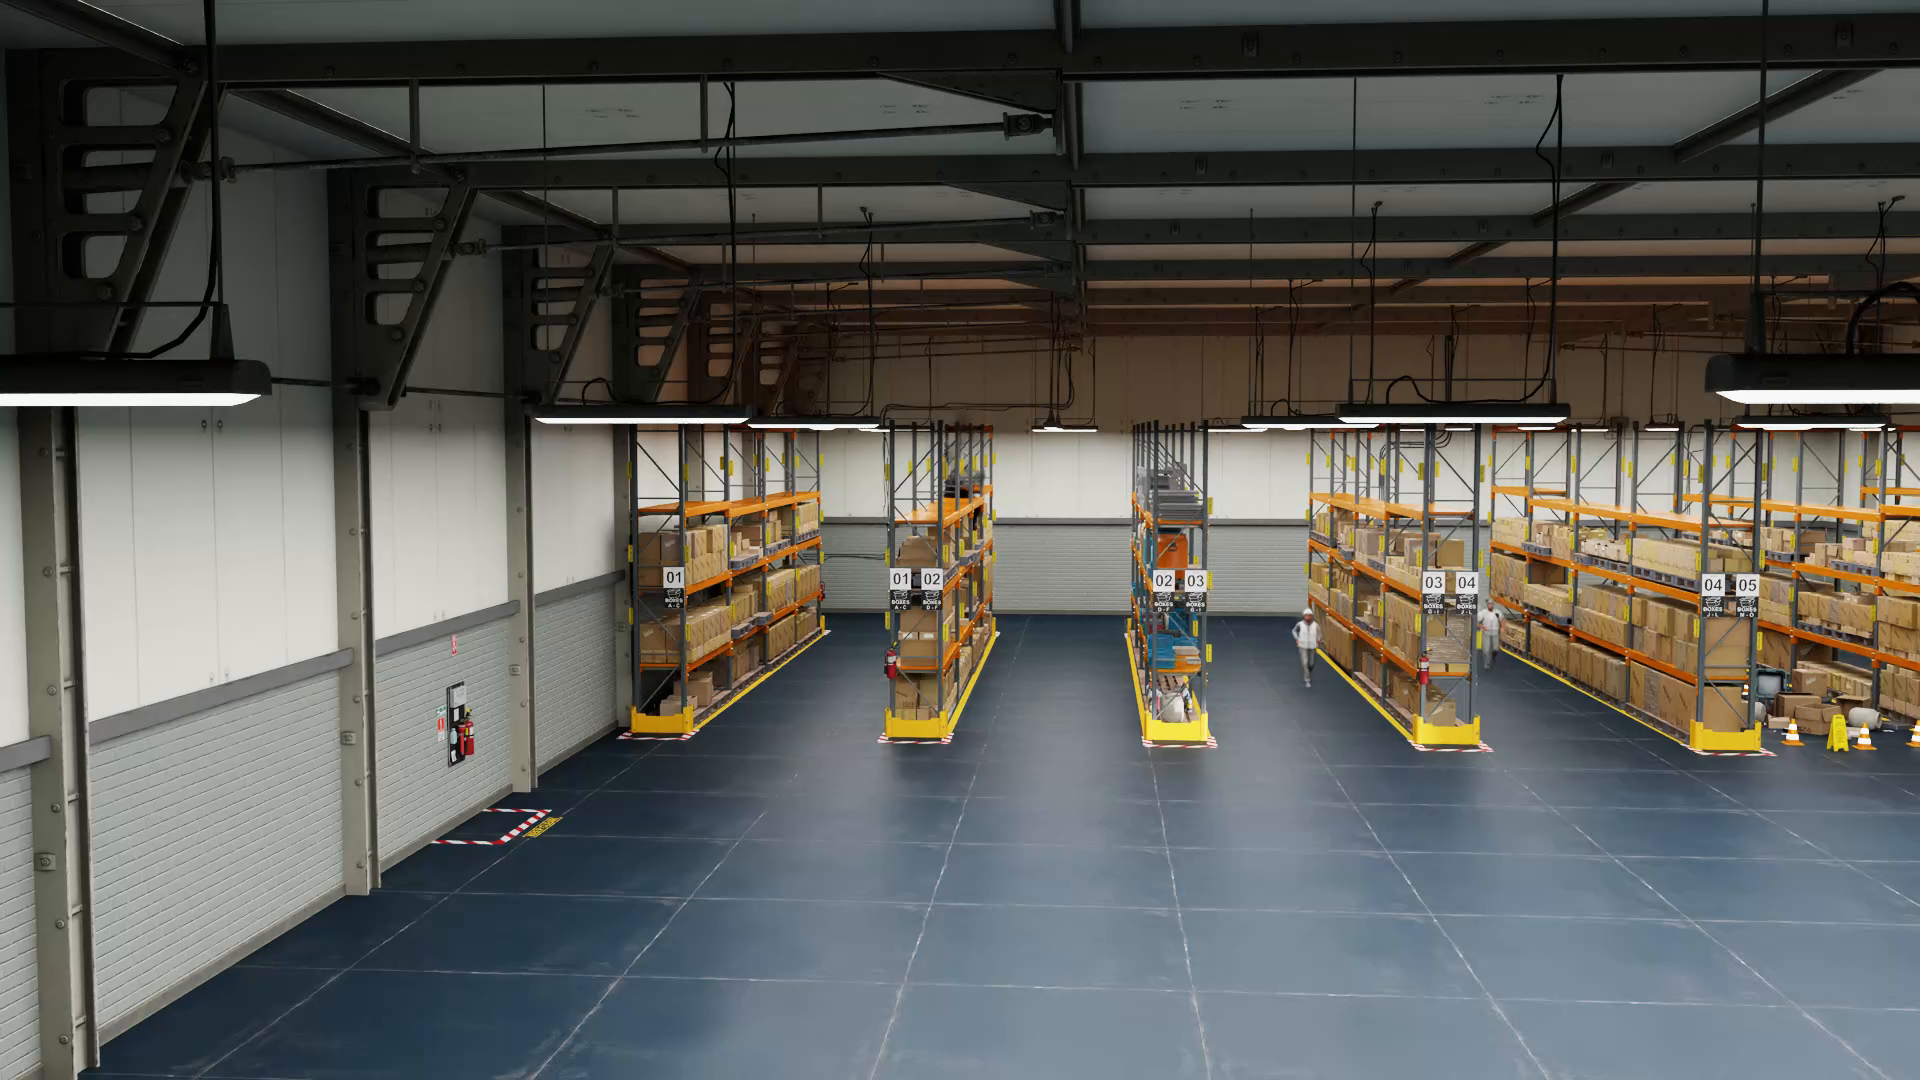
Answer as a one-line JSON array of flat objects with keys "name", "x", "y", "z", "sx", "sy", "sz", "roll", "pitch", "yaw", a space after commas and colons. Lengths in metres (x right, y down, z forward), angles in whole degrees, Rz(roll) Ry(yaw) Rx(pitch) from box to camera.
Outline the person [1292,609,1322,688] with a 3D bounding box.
[{"name": "person", "x": 7.931, "y": 2.453, "z": 37.960, "sx": 0.662, "sy": 1.771, "sz": 0.880, "roll": 0, "pitch": 4, "yaw": 3}]

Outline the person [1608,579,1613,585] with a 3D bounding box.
[{"name": "person", "x": 18.618, "y": 1.878, "z": 47.422, "sx": 0.822, "sy": 1.721, "sz": 0.565, "roll": 1, "pitch": 4, "yaw": 10}]

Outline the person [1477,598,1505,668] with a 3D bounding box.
[{"name": "person", "x": 12.955, "y": 2.280, "z": 40.532, "sx": 0.706, "sy": 1.730, "sz": 0.589, "roll": 0, "pitch": 4, "yaw": 8}]
